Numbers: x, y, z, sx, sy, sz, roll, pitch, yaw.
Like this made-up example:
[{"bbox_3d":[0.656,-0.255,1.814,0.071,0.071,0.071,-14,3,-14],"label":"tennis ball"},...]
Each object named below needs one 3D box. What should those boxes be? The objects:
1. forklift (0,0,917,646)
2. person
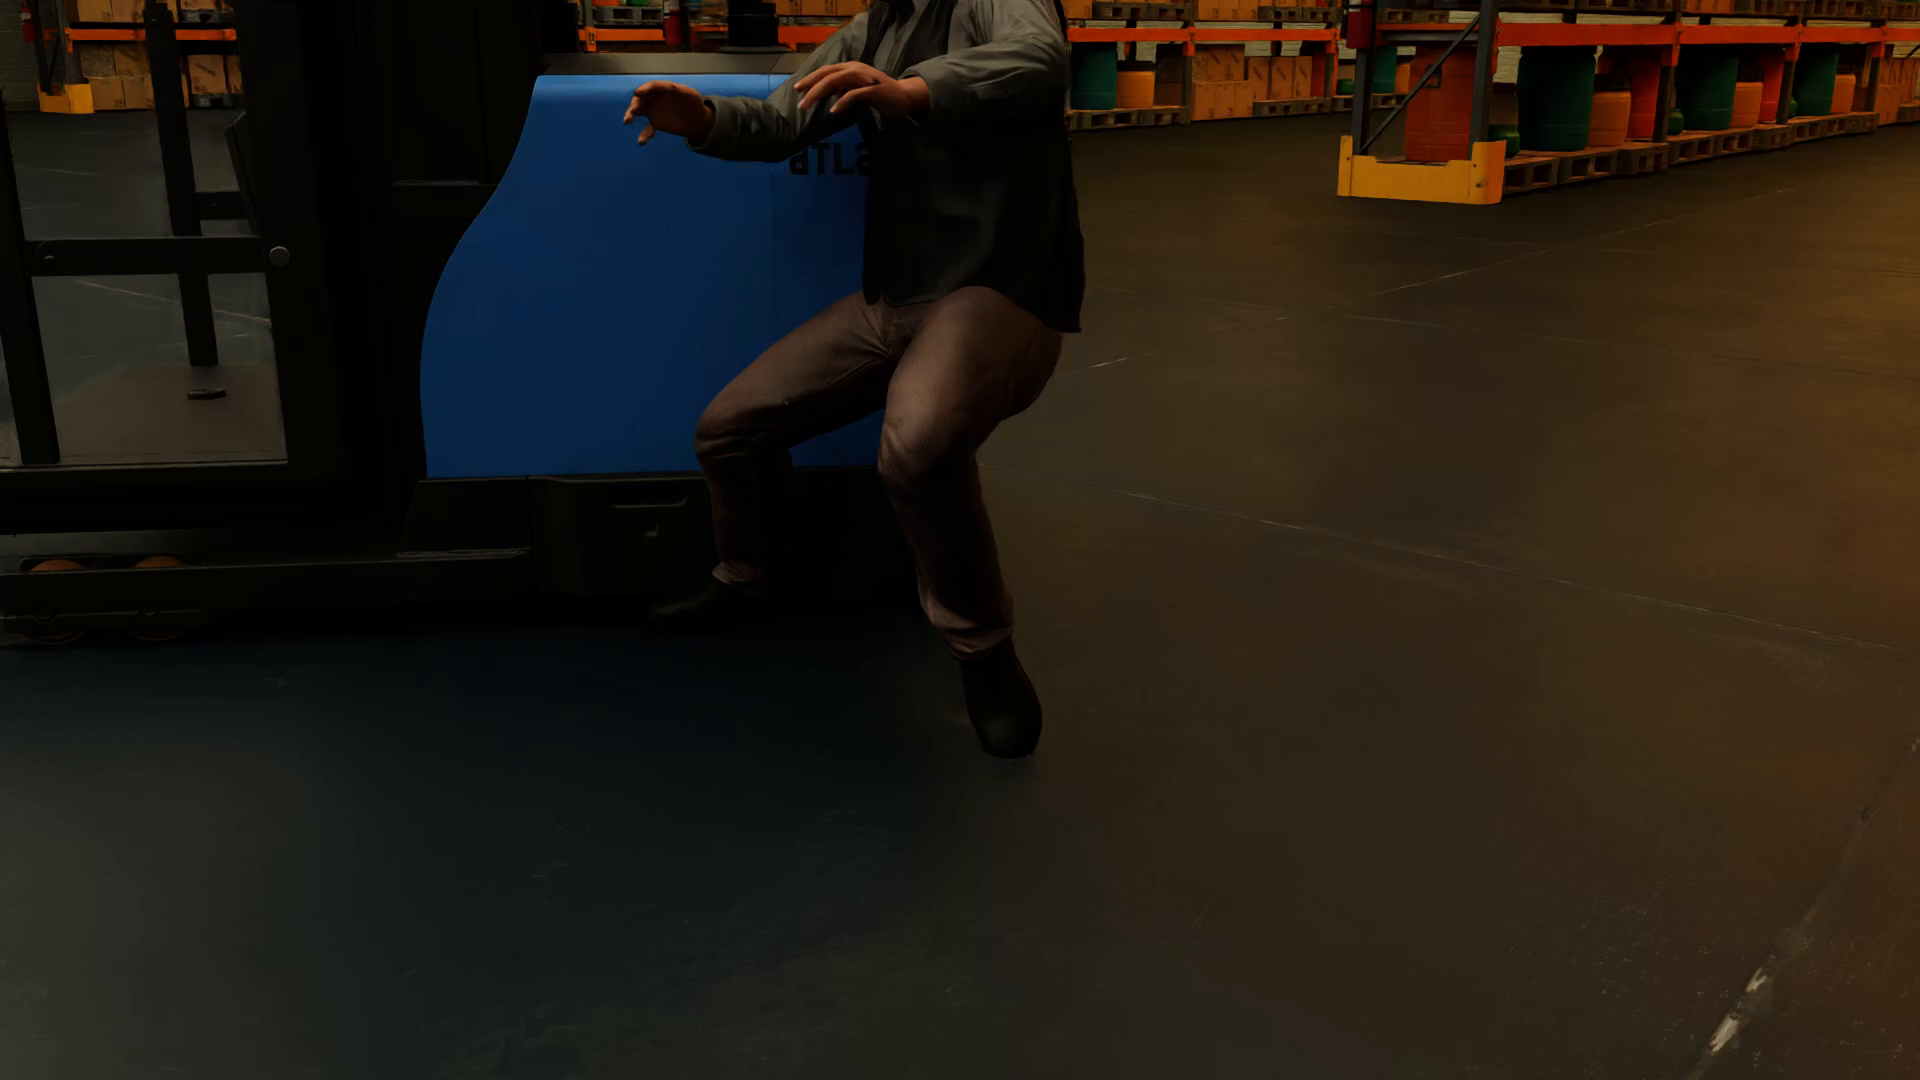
[{"bbox_3d":[-1.555,-1.357,3.367,3.031,2.935,1.130,-2,17,-6],"label":"forklift"},{"bbox_3d":[-0.173,-0.432,2.869,0.759,1.498,0.992,-9,19,-28],"label":"person"}]
